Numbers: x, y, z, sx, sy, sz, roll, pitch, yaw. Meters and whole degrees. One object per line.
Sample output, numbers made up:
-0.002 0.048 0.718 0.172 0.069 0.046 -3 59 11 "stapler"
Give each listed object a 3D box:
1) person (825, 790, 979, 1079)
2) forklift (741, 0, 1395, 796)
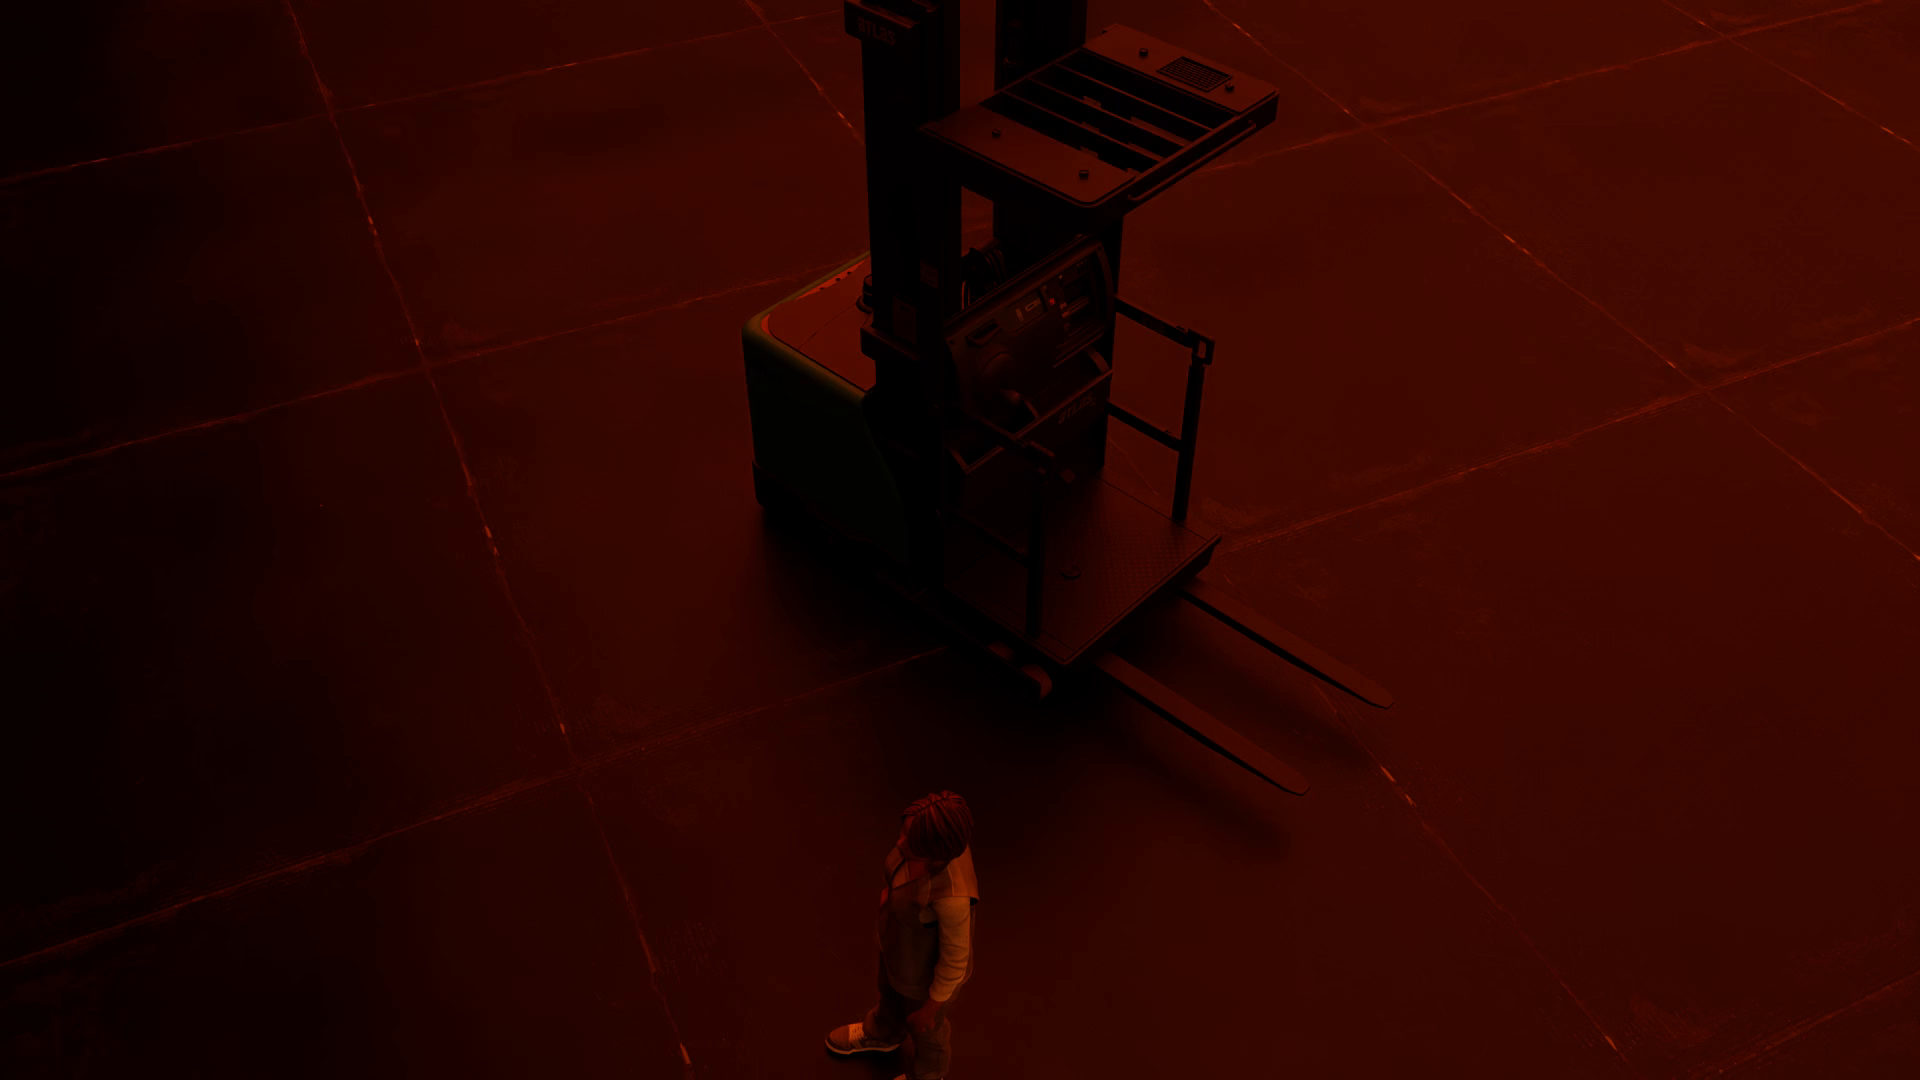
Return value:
-0.192 1.313 5.240 0.477 1.597 0.518 -10 44 -10 "person"
0.445 -0.788 6.525 3.031 2.935 1.130 32 52 30 "forklift"
